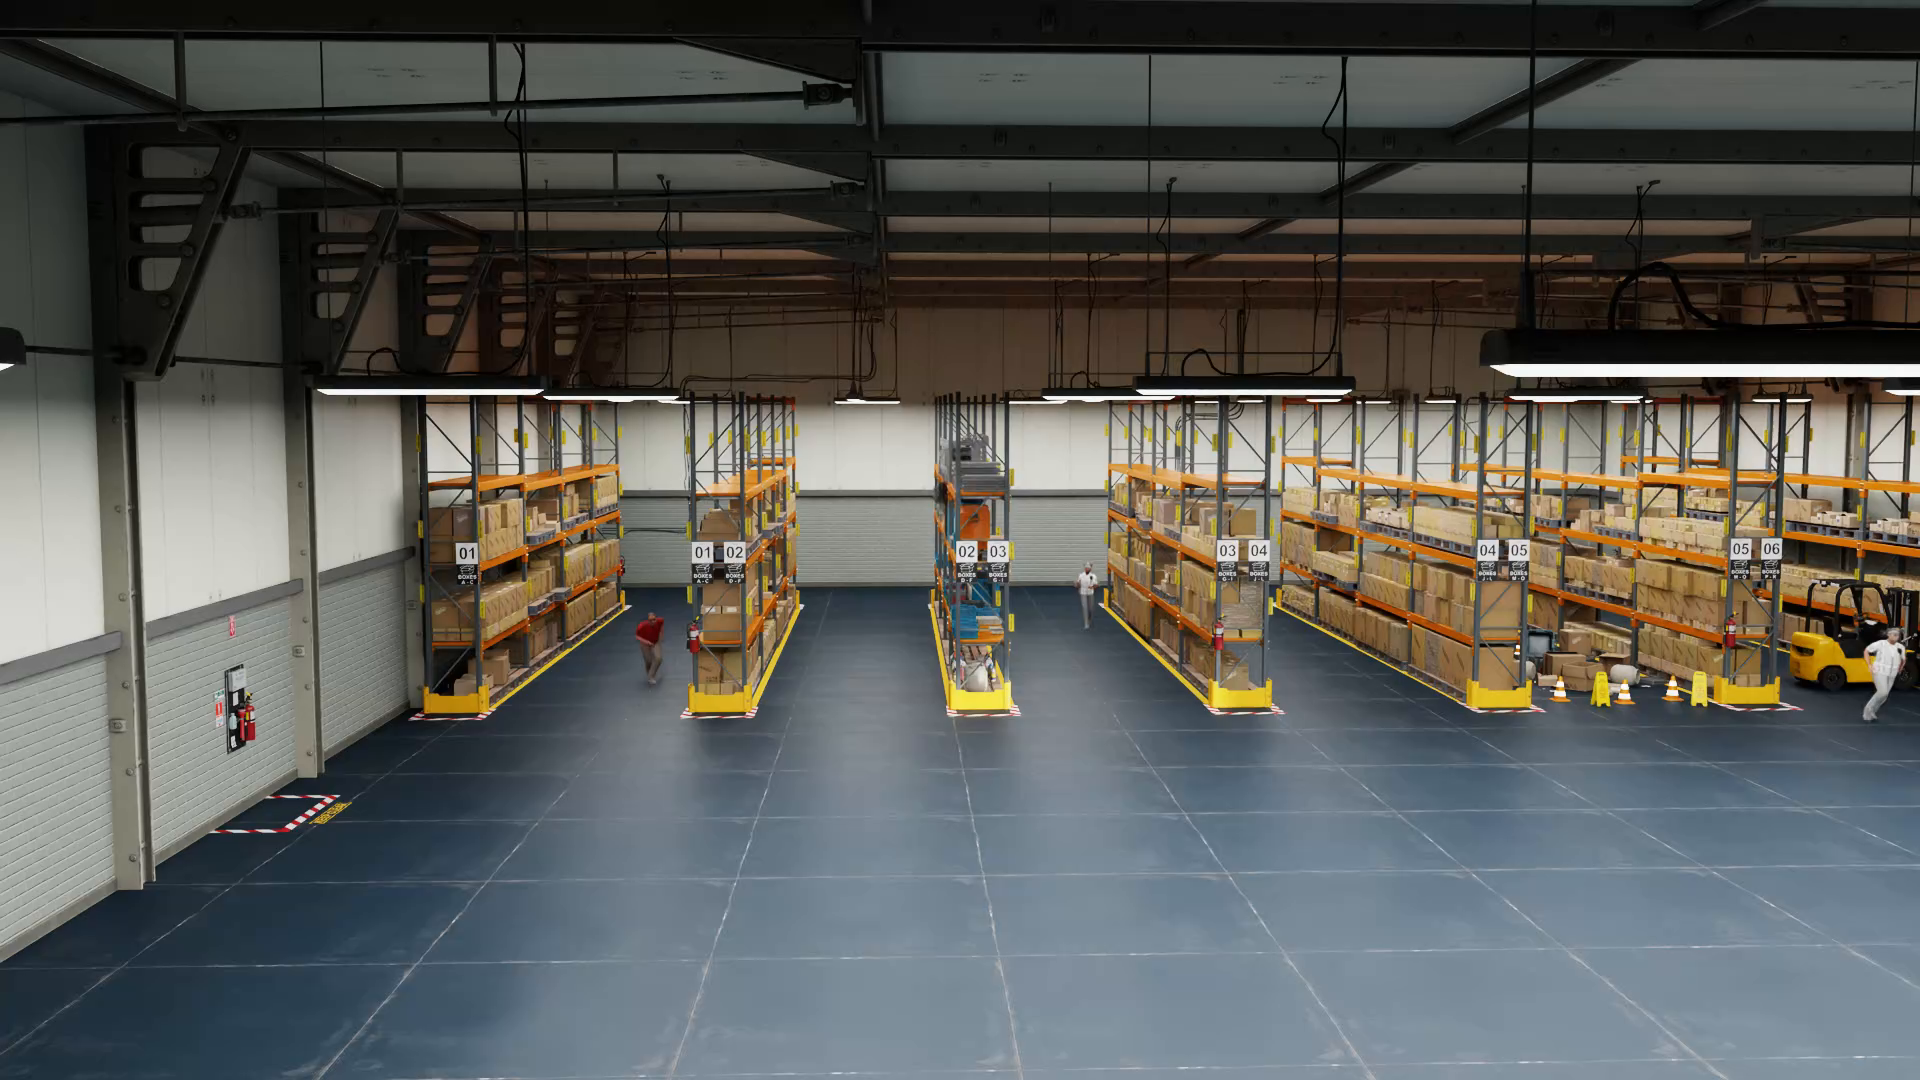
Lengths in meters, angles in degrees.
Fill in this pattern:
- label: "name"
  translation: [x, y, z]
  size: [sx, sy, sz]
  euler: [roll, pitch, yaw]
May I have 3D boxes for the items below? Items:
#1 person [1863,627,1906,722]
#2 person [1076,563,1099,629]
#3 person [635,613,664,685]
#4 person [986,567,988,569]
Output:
- label: "person"
  translation: [16.840, 2.447, 30.251]
  size: [0.738, 1.742, 0.634]
  euler: [-1, 5, -8]
- label: "person"
  translation: [3.301, 1.424, 43.072]
  size: [0.570, 1.690, 0.846]
  euler: [0, 5, 2]
- label: "person"
  translation: [-6.476, 2.221, 34.606]
  size: [0.644, 1.537, 1.141]
  euler: [-2, 5, -21]
- label: "person"
  translation: [0.869, 0.801, 51.186]
  size: [0.824, 1.643, 0.558]
  euler: [3, 6, 36]
